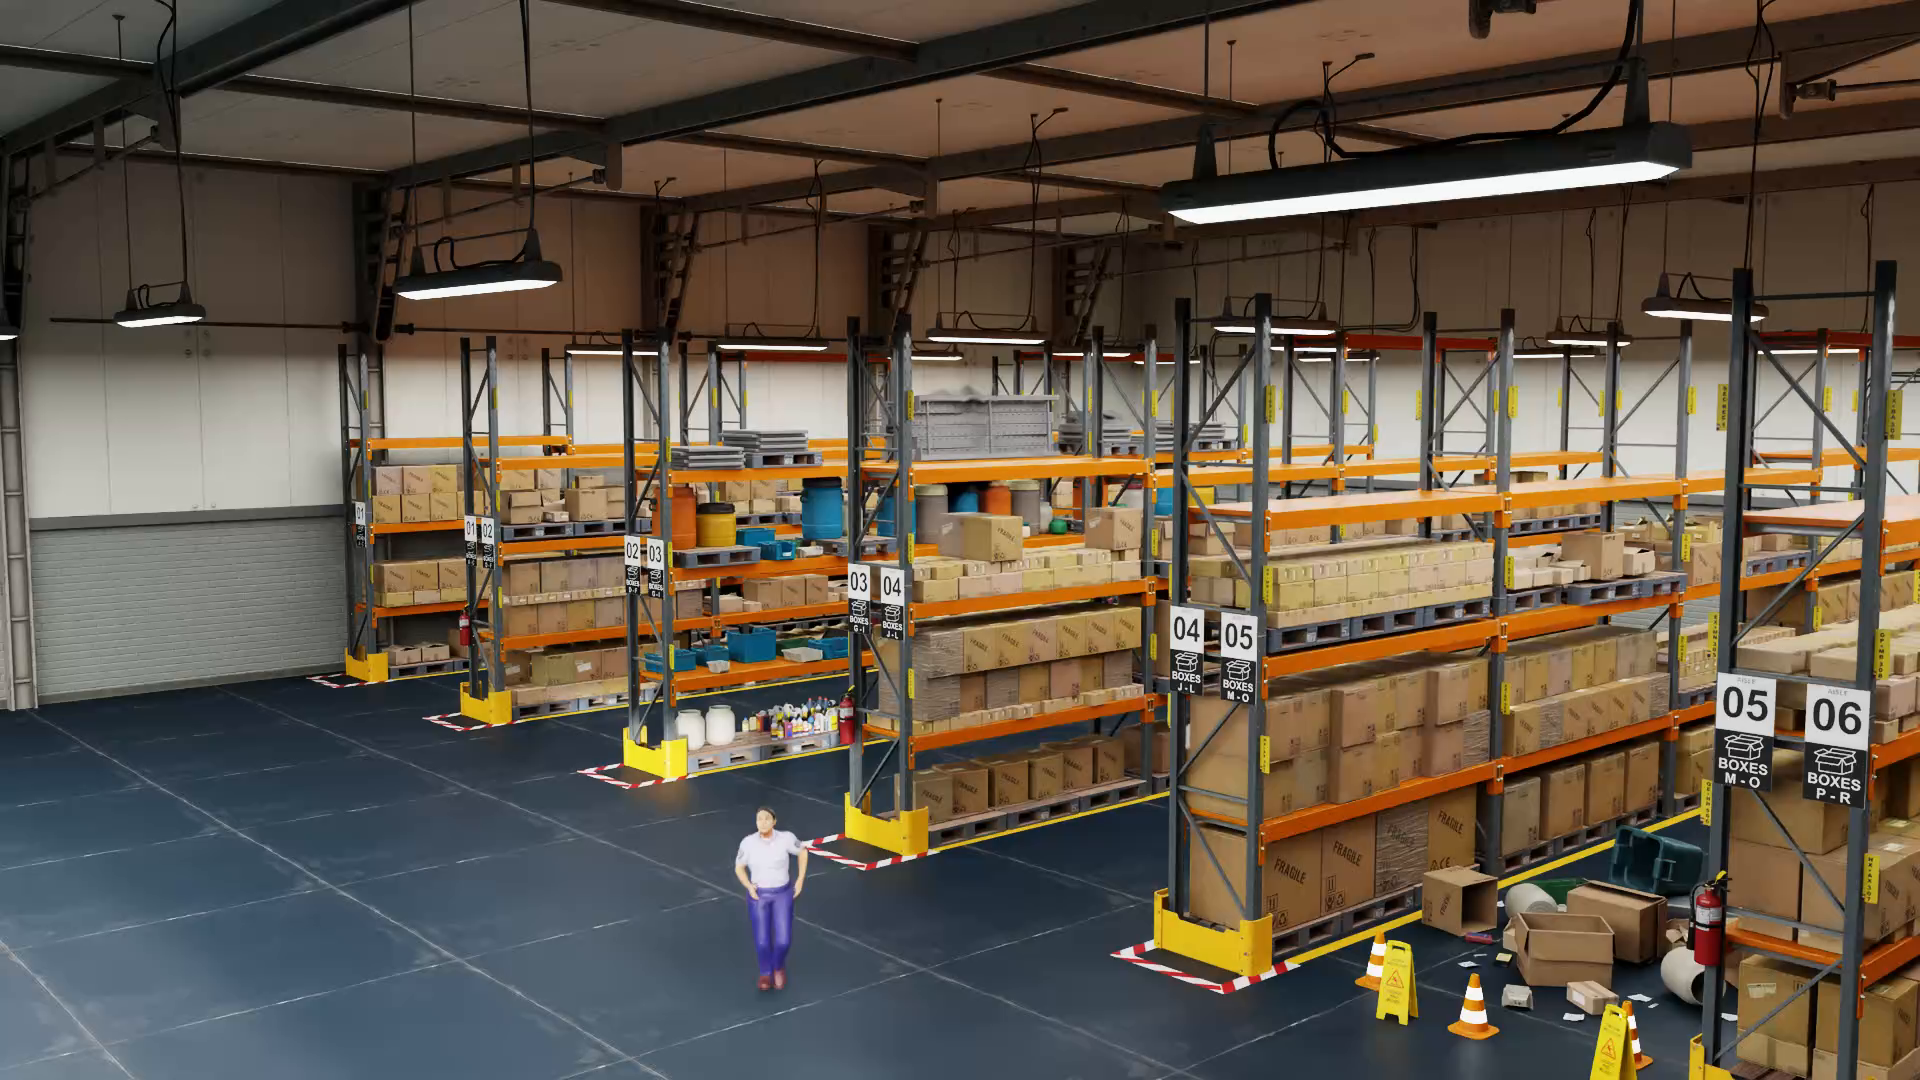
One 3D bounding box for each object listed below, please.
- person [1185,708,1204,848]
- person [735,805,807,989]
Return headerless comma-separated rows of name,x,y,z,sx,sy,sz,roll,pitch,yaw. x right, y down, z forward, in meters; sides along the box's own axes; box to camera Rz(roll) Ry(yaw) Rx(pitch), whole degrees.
person,2.631,2.648,18.357,0.669,1.749,0.584,4,6,36
person,-1.625,3.084,14.290,0.618,1.605,0.588,0,5,-3
